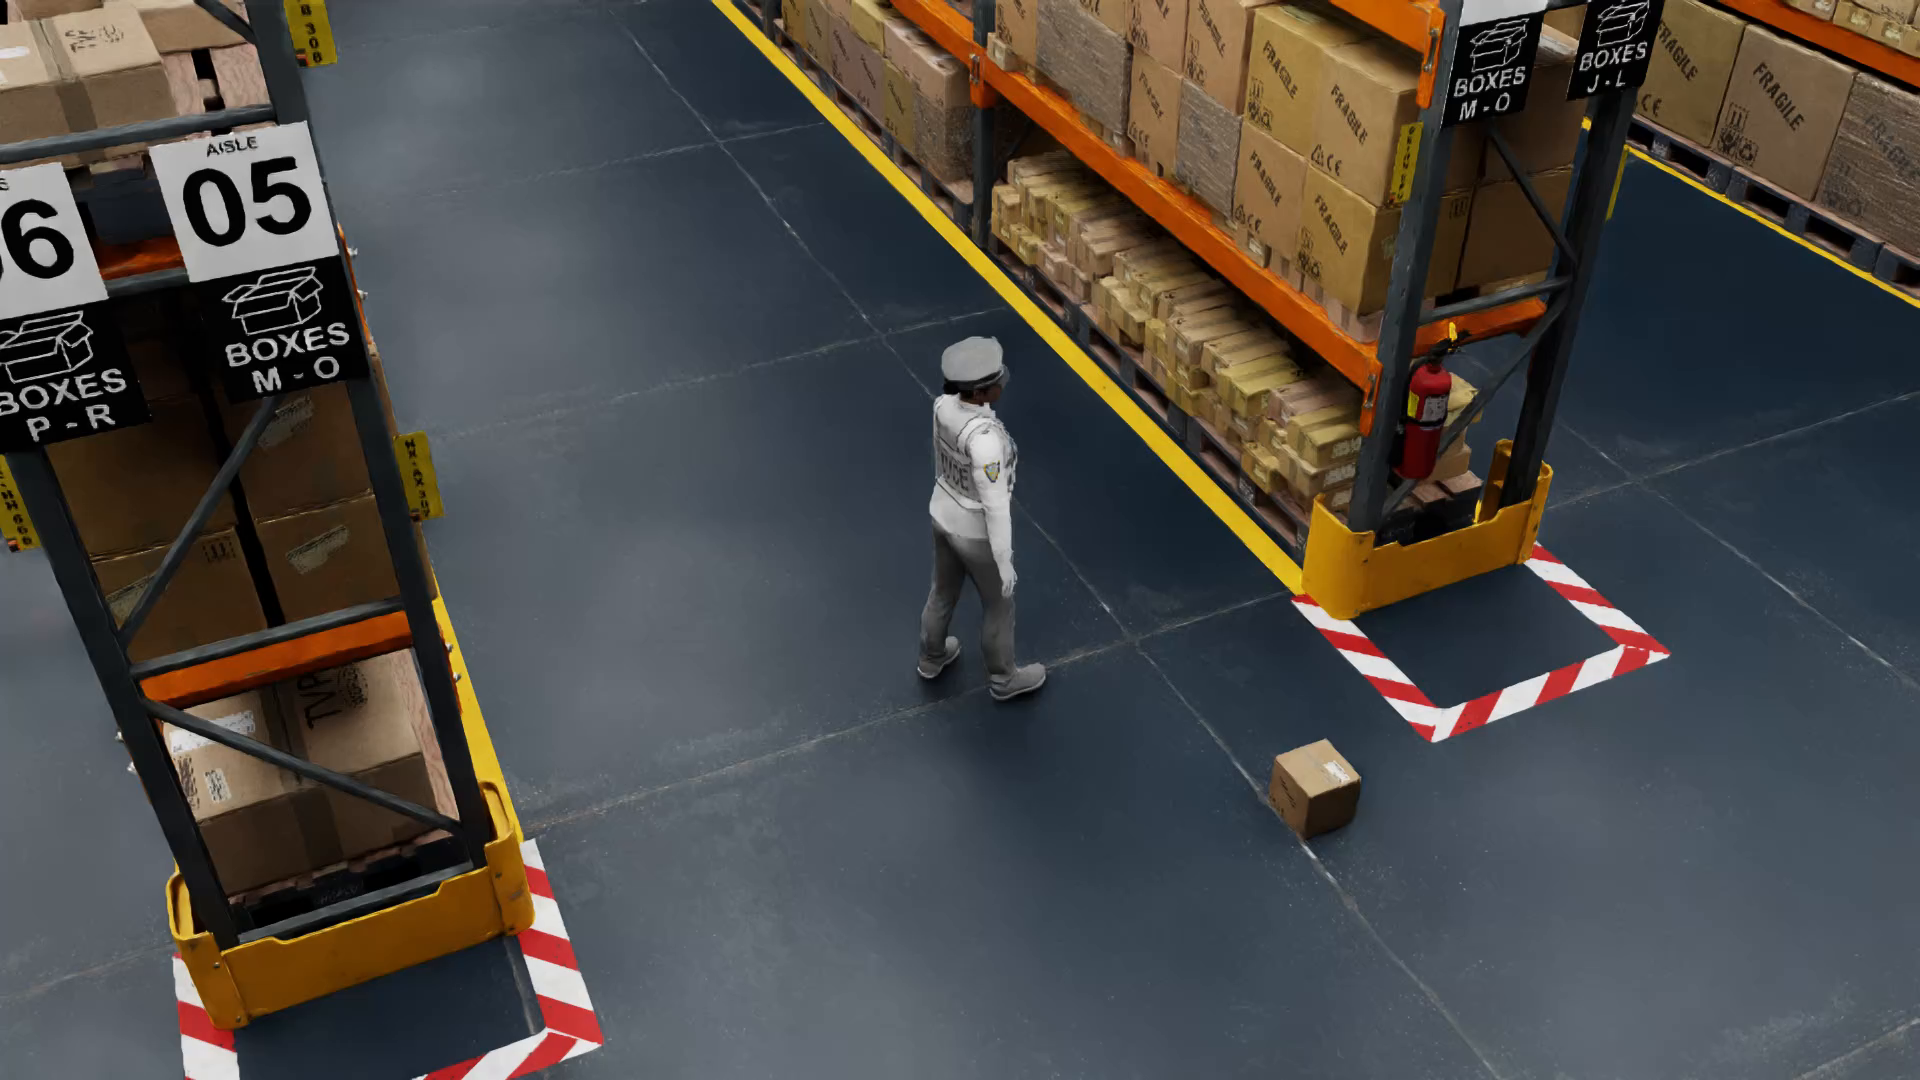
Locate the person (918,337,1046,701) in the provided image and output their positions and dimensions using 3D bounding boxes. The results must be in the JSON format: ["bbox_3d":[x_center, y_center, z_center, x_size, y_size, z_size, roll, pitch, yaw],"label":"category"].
[{"bbox_3d":[0.097,-0.053,6.867,0.486,1.676,0.658,-18,41,-22],"label":"person"}]
